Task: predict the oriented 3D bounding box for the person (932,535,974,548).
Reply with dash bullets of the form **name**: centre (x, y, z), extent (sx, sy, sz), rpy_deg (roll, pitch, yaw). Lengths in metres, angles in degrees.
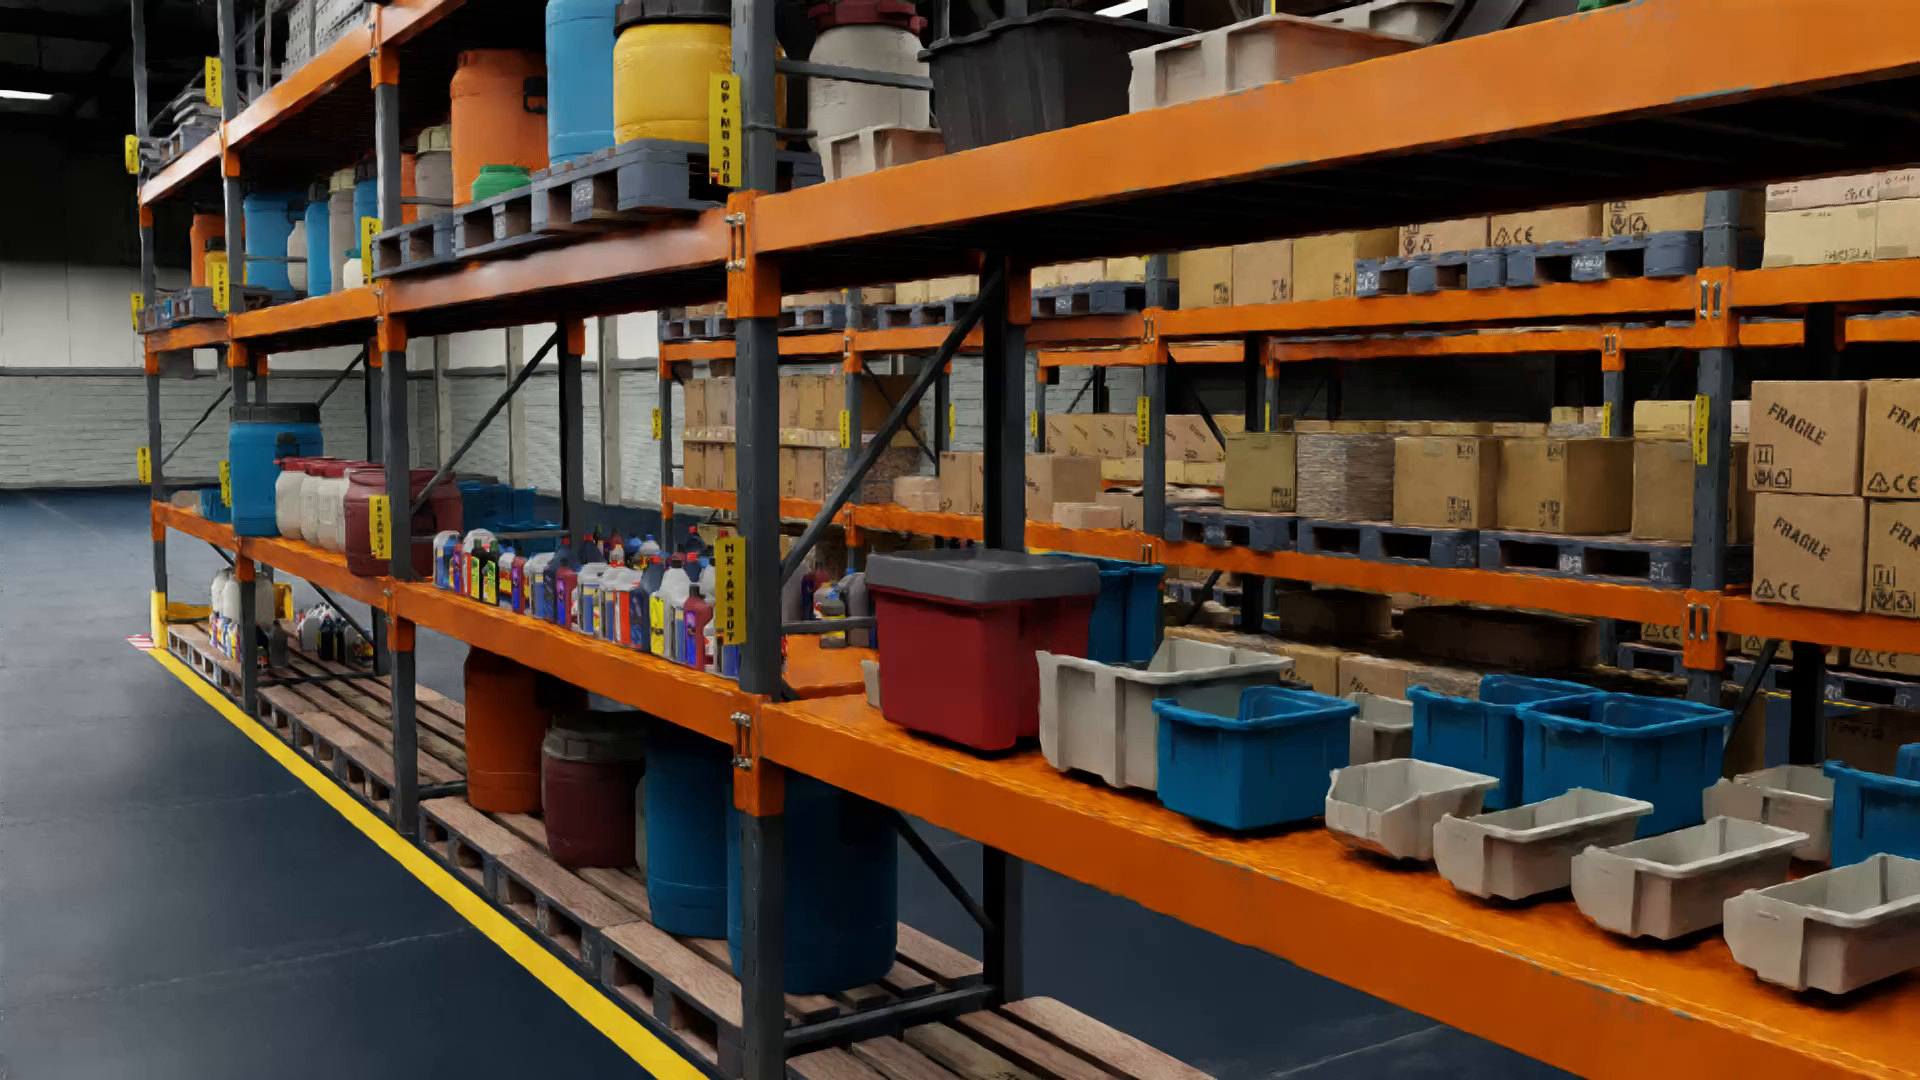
- **person**: centre (-0.080, -0.054, 17.253), extent (0.441, 1.652, 0.636), rpy_deg (-4, 6, -40)
